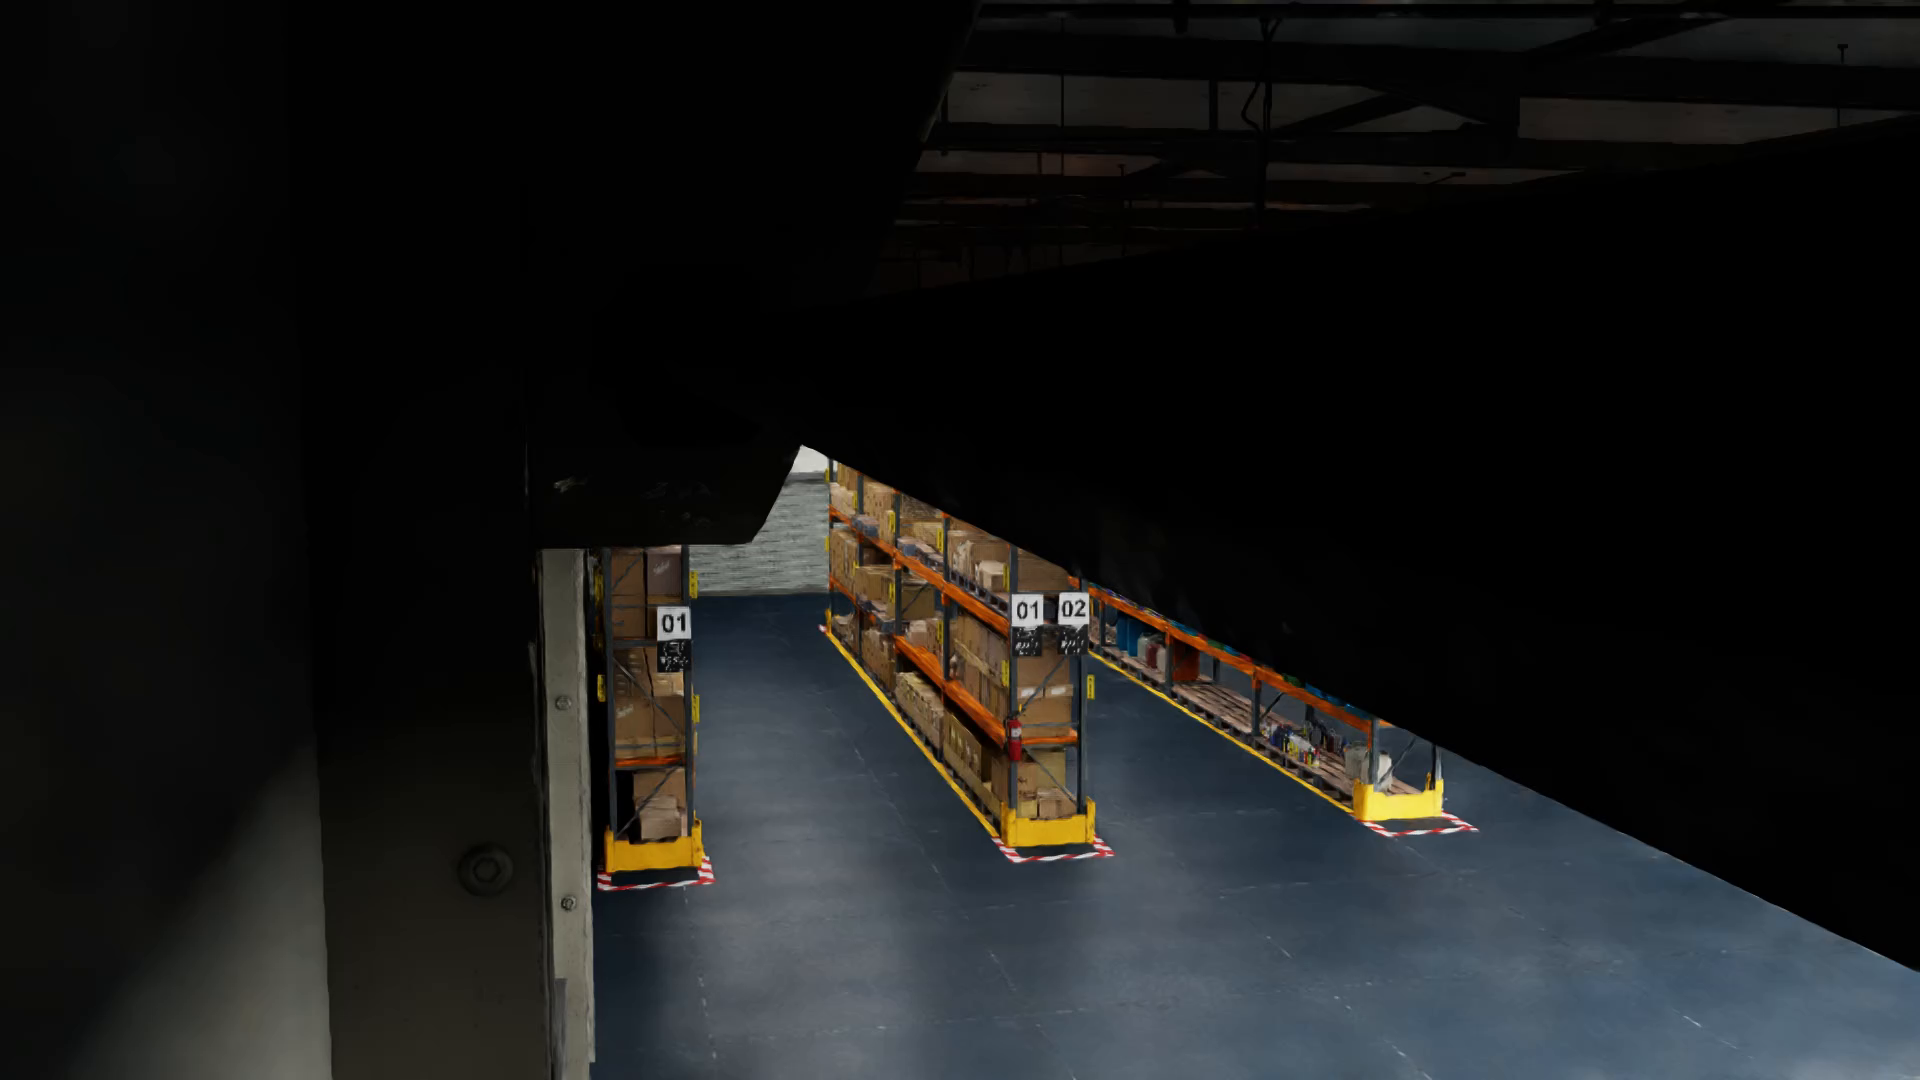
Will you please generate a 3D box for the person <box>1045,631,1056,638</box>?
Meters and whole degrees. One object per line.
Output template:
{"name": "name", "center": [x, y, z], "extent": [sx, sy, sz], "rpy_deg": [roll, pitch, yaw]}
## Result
{"name": "person", "center": [1.758, 1.367, 34.537], "extent": [0.569, 1.718, 0.627], "rpy_deg": [2, 7, 17]}
